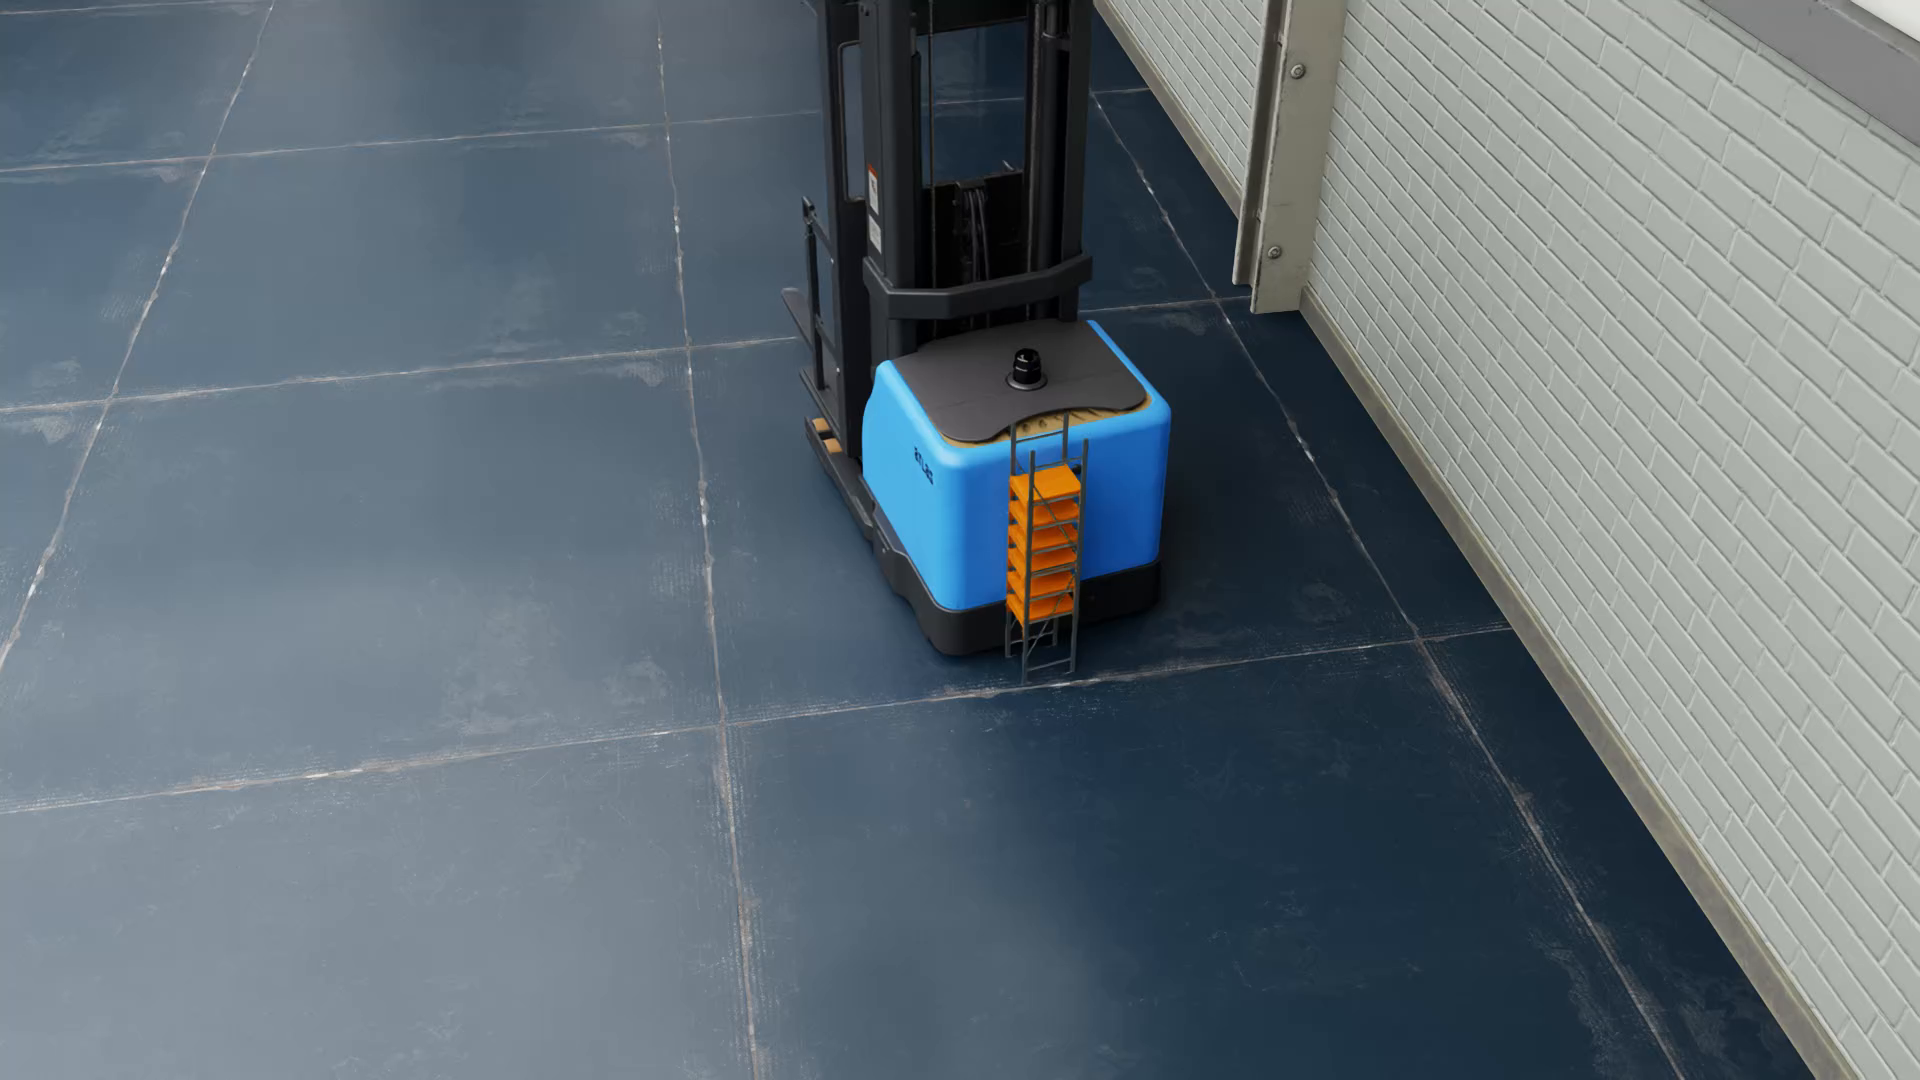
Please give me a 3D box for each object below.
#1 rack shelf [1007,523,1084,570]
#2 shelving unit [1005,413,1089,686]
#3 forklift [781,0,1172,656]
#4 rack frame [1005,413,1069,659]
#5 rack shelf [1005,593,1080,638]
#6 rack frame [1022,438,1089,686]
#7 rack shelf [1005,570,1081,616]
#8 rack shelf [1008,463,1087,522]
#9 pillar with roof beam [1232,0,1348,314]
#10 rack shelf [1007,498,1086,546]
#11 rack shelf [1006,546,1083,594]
[{"bbox_3d":[0.340,0.001,6.646,0.258,0.103,0.180,-13,40,-16],"label":"rack shelf"},{"bbox_3d":[0.340,0.061,6.693,0.258,1.200,0.189,-13,40,-16],"label":"shelving unit"},{"bbox_3d":[-0.129,-1.576,7.389,1.130,2.935,3.031,-13,40,-16],"label":"forklift"},{"bbox_3d":[0.307,0.008,6.760,0.240,1.200,0.006,-13,40,-16],"label":"rack frame"},{"bbox_3d":[0.339,0.284,6.869,0.258,0.103,0.180,-13,40,-16],"label":"rack shelf"},{"bbox_3d":[0.373,0.113,6.626,0.240,1.200,0.006,-13,40,-16],"label":"rack frame"},{"bbox_3d":[0.339,0.190,6.795,0.258,0.103,0.180,-13,40,-16],"label":"rack shelf"},{"bbox_3d":[0.340,-0.188,6.498,0.258,0.103,0.180,-13,40,-16],"label":"rack shelf"},{"bbox_3d":[-2.467,-4.504,6.212,9.100,9.000,0.400,-6,38,-8],"label":"pillar with roof beam"},{"bbox_3d":[0.340,-0.093,6.572,0.258,0.103,0.180,-13,40,-16],"label":"rack shelf"},{"bbox_3d":[0.340,0.096,6.721,0.258,0.103,0.180,-13,40,-16],"label":"rack shelf"}]
